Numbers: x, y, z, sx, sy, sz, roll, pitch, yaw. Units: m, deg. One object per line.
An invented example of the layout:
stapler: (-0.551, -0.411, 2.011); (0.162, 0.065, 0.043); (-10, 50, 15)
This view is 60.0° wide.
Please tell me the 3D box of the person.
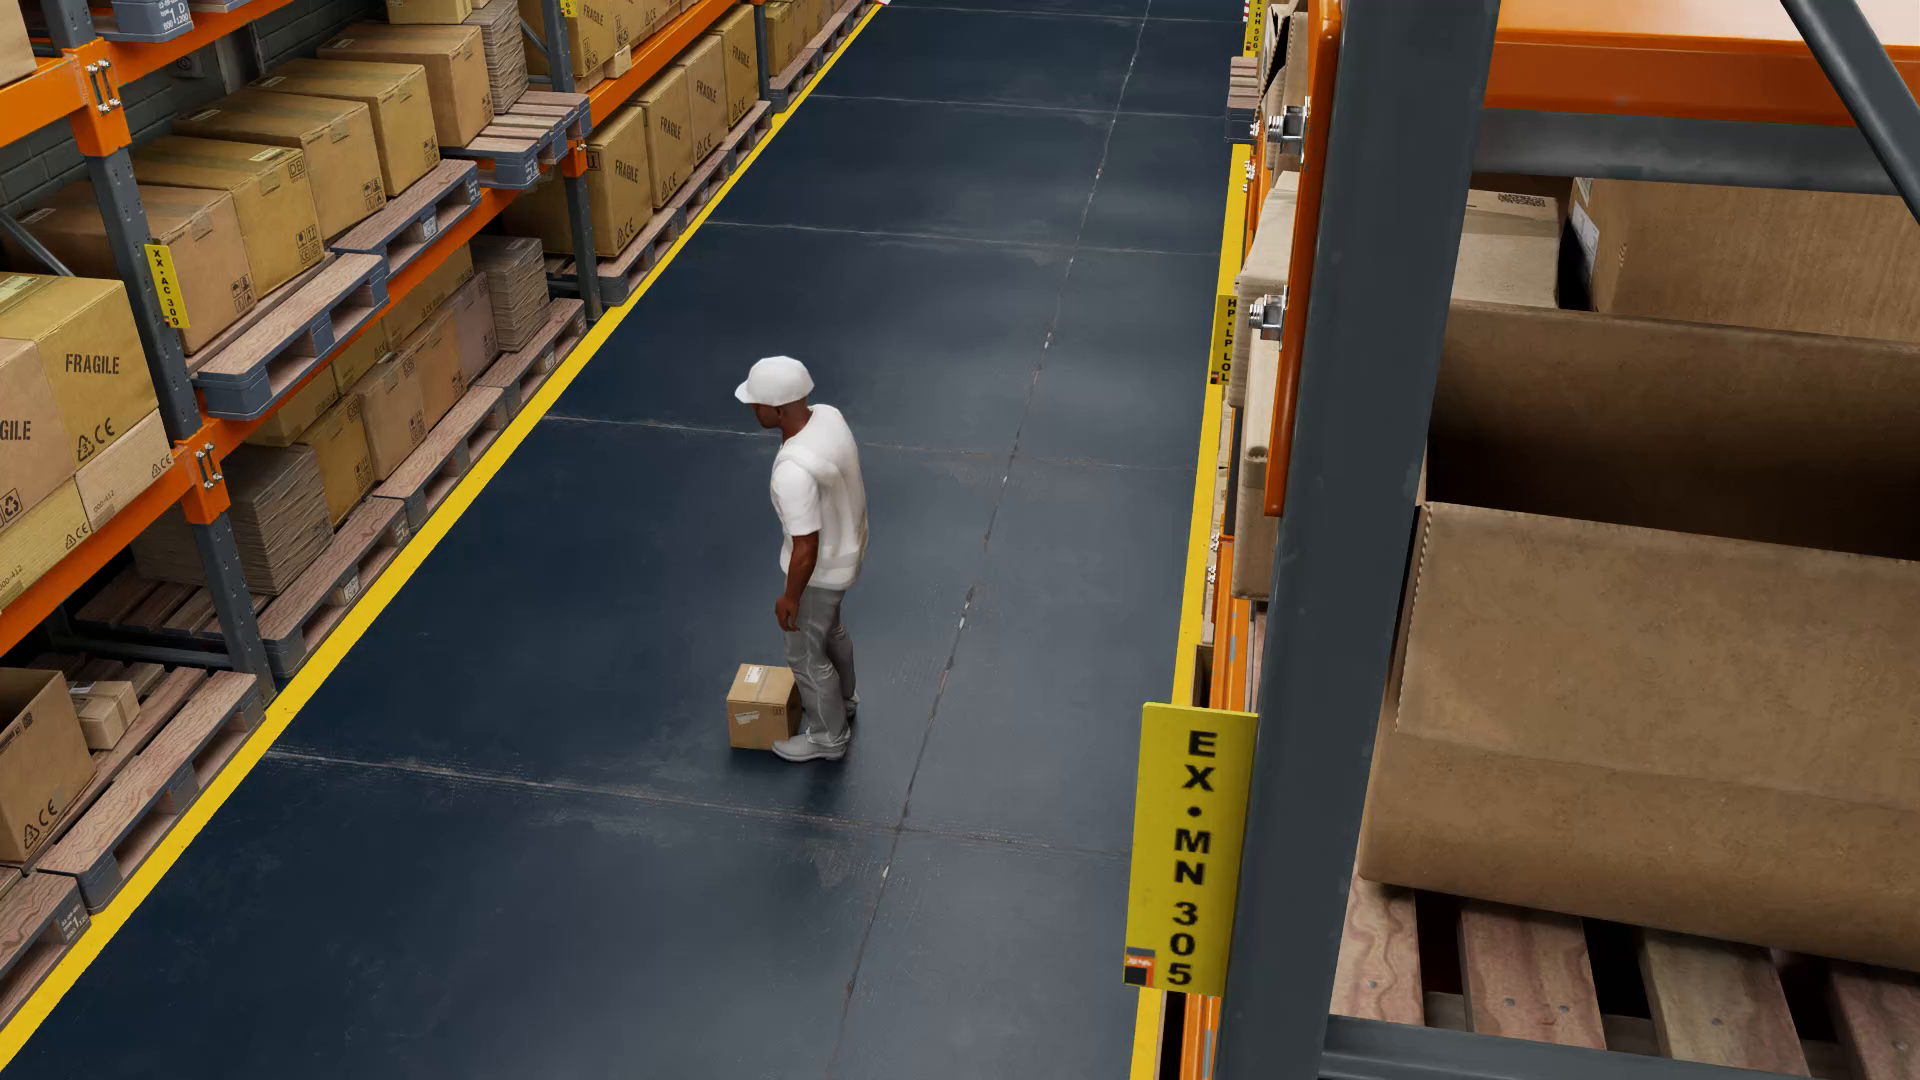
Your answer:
person: (-0.593, 0.075, 6.501); (0.463, 1.760, 0.632); (5, 33, 8)
